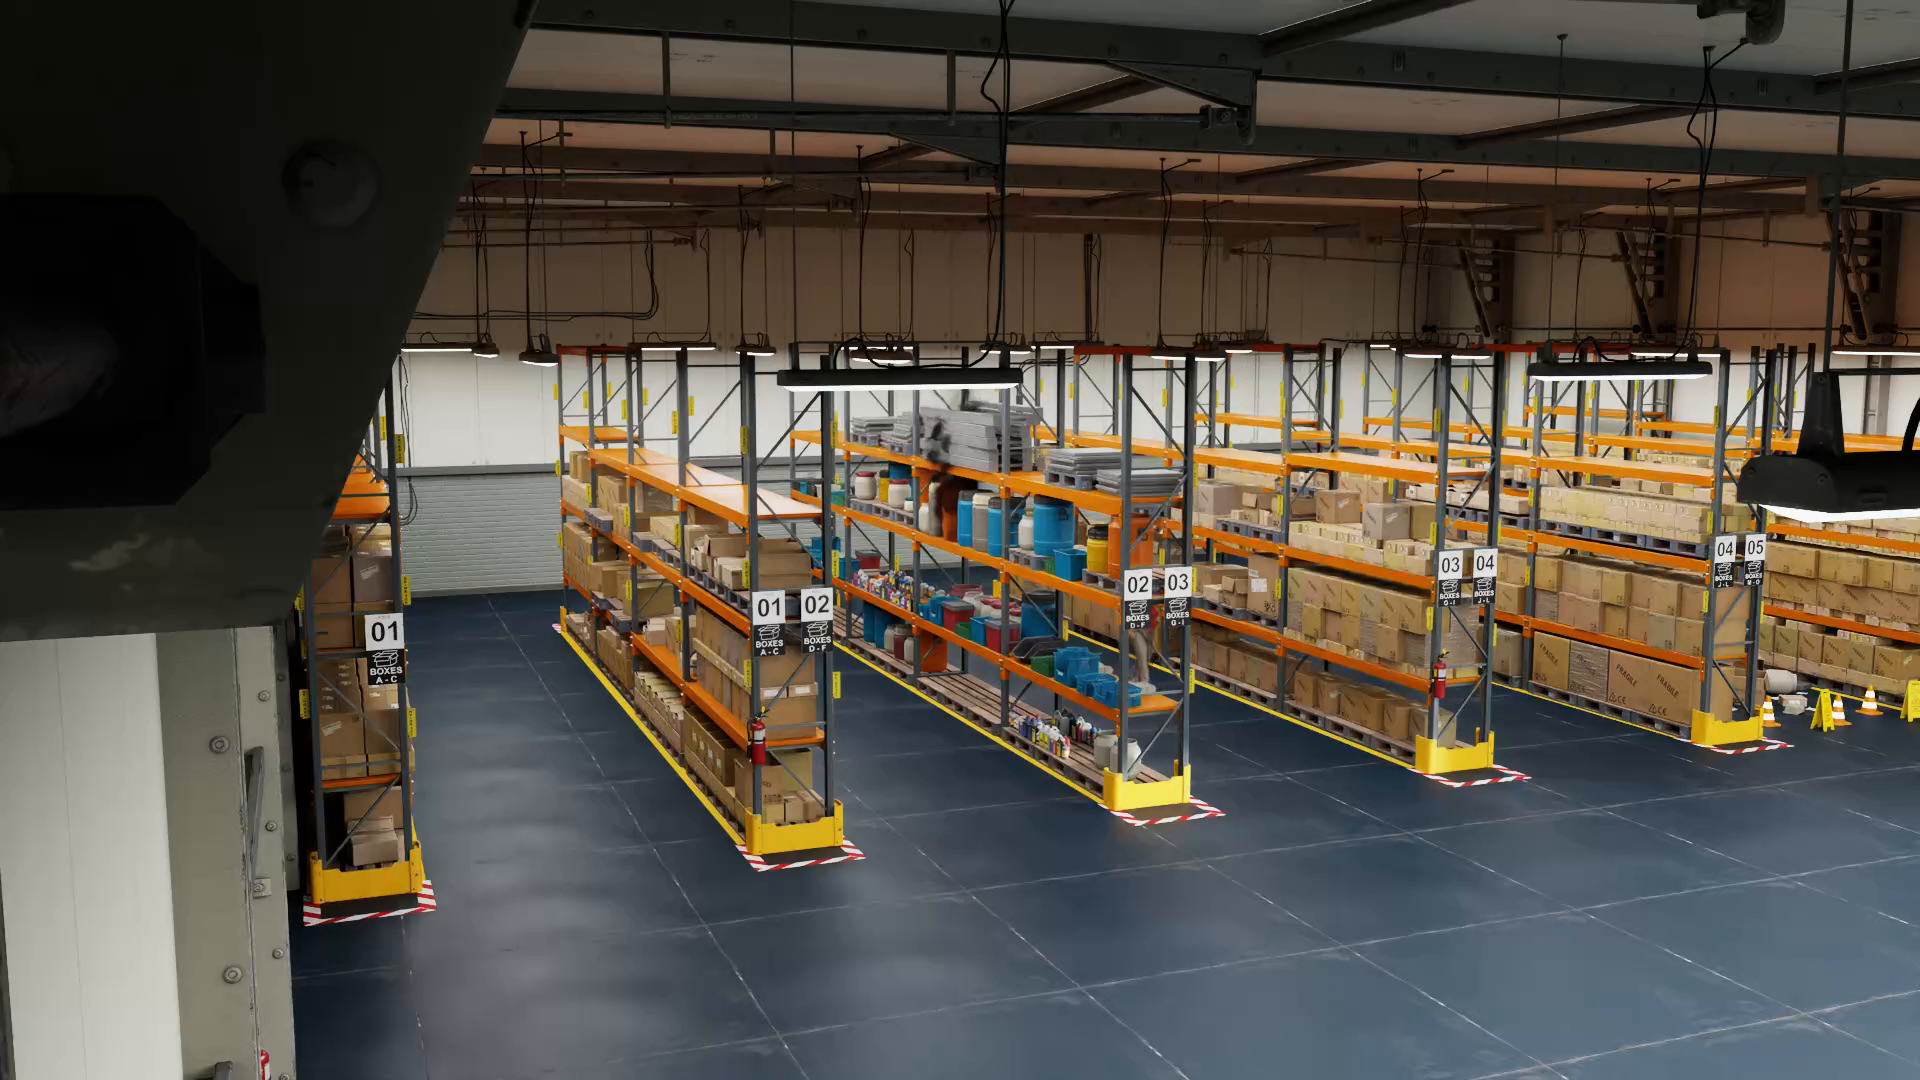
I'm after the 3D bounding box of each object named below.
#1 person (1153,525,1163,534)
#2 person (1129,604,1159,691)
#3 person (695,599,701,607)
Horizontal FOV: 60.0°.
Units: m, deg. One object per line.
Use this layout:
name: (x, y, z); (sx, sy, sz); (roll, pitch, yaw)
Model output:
person: (4.728, 0.285, 41.098); (0.833, 1.668, 0.873); (-6, 9, -38)
person: (3.077, 1.660, 27.953); (0.673, 1.763, 0.883); (-4, 8, -30)
person: (-5.156, 1.187, 33.817); (0.696, 1.729, 0.670); (-4, 8, -30)
